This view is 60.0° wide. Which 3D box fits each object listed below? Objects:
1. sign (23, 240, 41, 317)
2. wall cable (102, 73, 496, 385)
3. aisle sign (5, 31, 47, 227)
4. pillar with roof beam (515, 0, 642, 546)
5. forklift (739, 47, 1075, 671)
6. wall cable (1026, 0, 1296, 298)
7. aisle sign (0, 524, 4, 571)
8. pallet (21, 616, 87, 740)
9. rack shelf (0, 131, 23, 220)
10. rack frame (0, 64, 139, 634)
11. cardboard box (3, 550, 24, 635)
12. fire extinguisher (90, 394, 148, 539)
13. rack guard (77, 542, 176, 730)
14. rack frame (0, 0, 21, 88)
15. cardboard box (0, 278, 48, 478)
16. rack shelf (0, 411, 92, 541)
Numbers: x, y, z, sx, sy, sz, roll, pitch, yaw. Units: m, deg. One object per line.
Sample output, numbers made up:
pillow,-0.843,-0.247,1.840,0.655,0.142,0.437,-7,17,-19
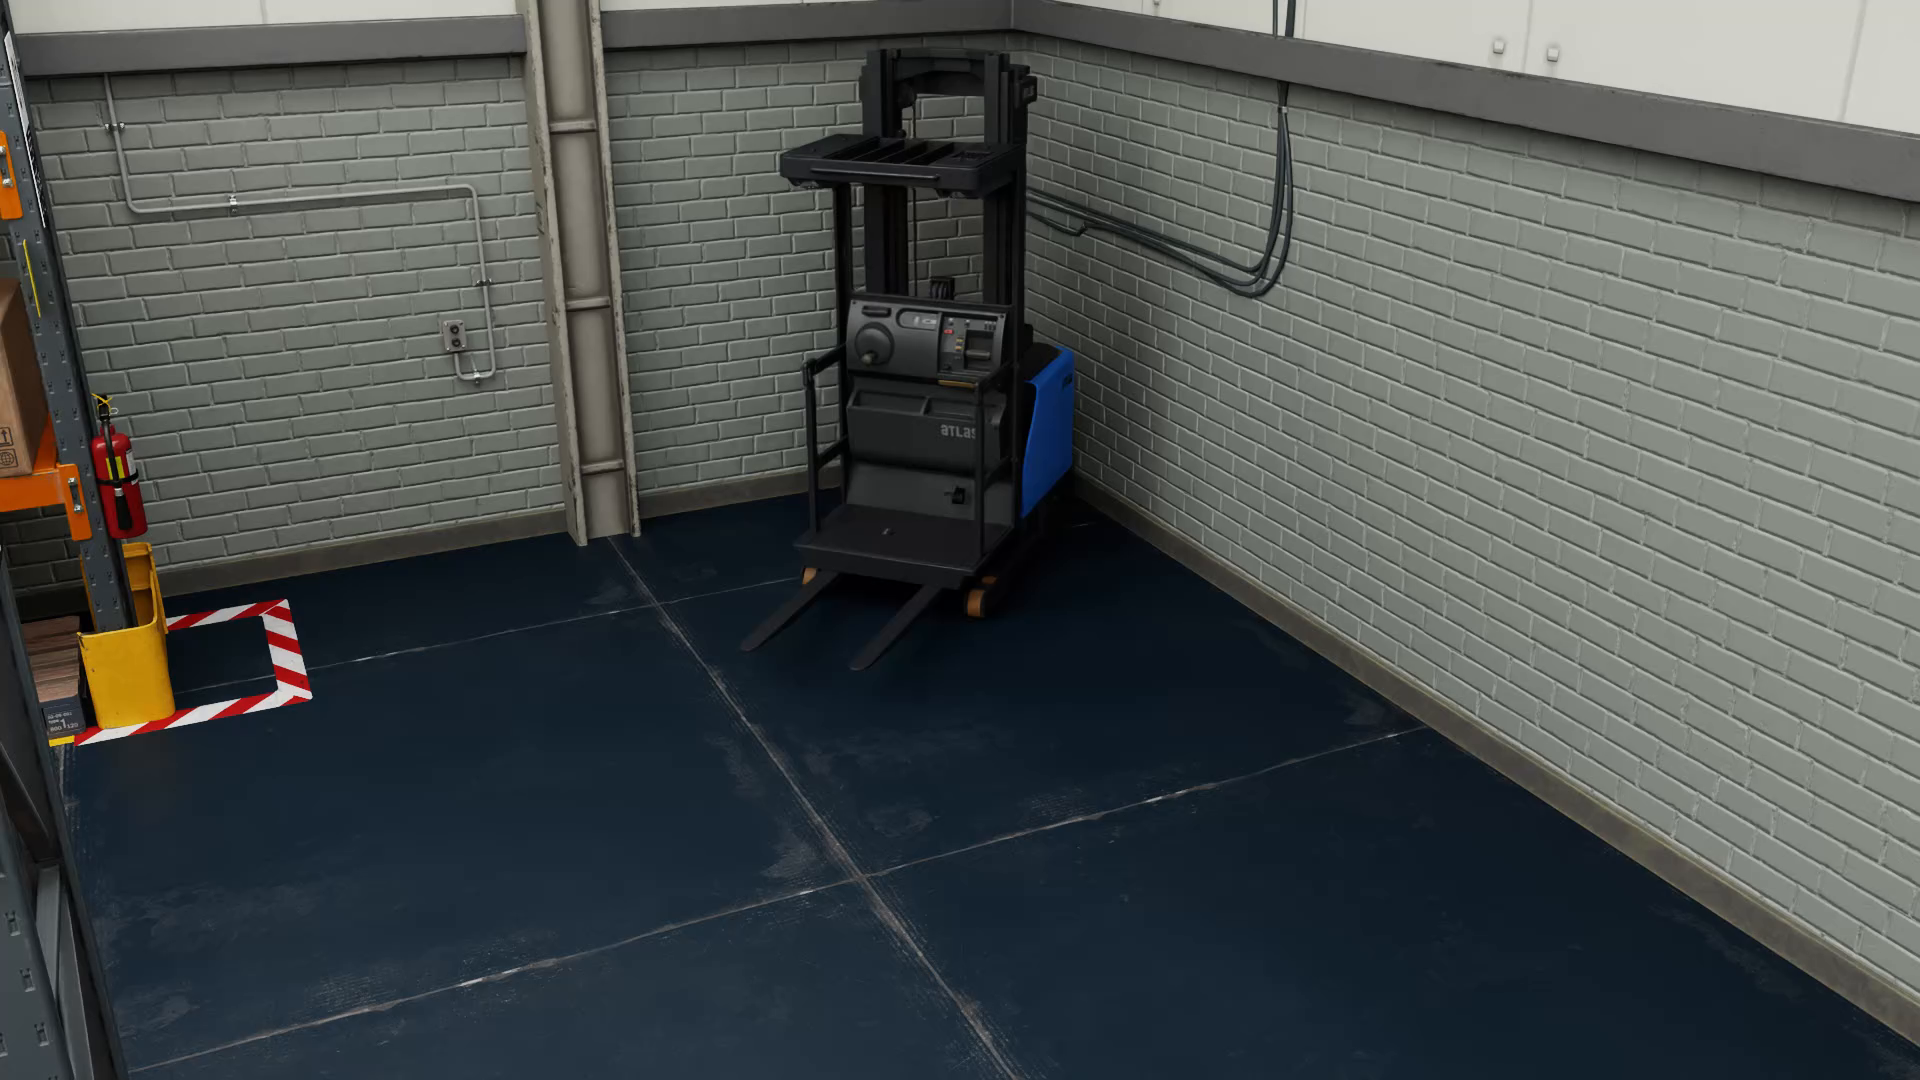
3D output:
sign,-4.053,-1.142,7.264,0.005,0.325,0.100,-10,25,-24
wall cable,-3.532,-1.695,9.095,1.851,1.984,0.084,-10,25,-24
aisle sign,-4.080,-1.797,7.270,0.004,0.787,0.394,-10,25,-24
pillar with roof beam,-0.351,-2.722,5.059,0.400,9.000,9.100,-10,25,-24
forklift,-0.265,-1.098,9.070,1.130,2.935,3.031,8,24,19
wall cable,0.976,-2.840,9.404,0.112,2.526,3.097,-10,25,-24
aisle sign,-2.190,-0.294,3.640,0.004,0.787,0.394,-10,25,-24
pallet,-4.962,0.761,8.136,1.213,0.211,1.003,-10,25,-24
rack shelf,-6.078,-1.409,6.751,4.000,0.370,1.077,-10,25,-24
rack frame,-4.275,-0.687,7.989,0.127,3.000,1.000,-10,25,-24
cardboard box,-4.863,0.424,8.023,0.500,0.500,0.700,-10,25,-24
fire extinguisher,-3.939,-0.345,7.751,0.183,0.674,0.296,-10,25,-24
rack guard,-4.254,0.464,8.476,0.348,0.500,1.175,-10,25,-24
rack frame,-4.275,-3.459,6.841,0.127,3.000,1.000,-10,25,-24
cardboard box,-4.731,-0.738,7.718,0.700,0.700,0.980,-9,24,-21
rack shelf,-6.078,-0.023,7.325,4.000,0.370,1.077,-10,25,-24
